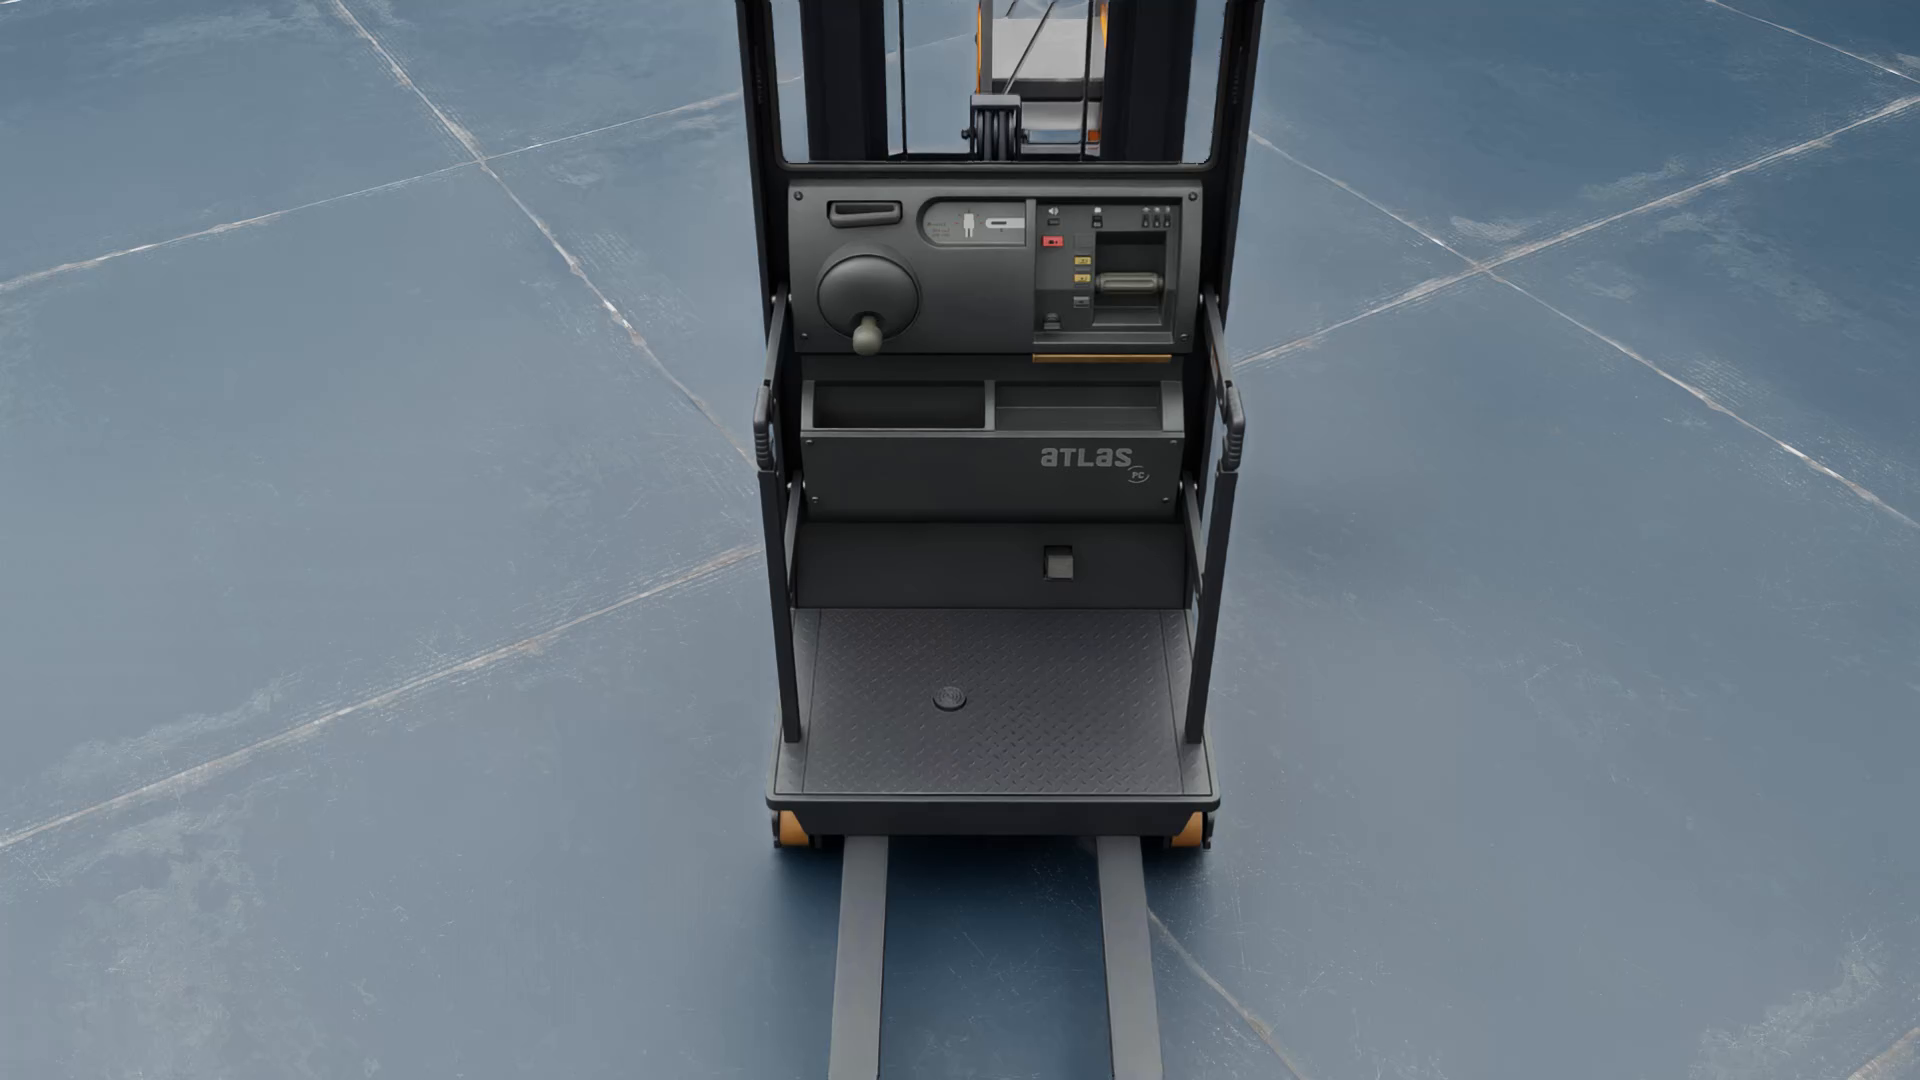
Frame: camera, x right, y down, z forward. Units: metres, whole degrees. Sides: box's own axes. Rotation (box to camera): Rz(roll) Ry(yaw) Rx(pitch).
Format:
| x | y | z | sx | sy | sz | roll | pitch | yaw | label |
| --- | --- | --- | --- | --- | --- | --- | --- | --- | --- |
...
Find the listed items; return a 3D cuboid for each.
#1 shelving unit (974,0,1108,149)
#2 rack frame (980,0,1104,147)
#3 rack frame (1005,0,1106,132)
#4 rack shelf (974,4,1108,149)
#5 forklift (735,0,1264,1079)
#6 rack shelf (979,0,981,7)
| x | y | z | sx | sy | sz | roll | pitch | yaw | label |
| --- | --- | --- | --- | --- | --- | --- | --- | --- | --- |
| 0.261 | -1.356 | 5.237 | 0.431 | 2.100 | 0.503 | 0 | 40 | 0 | shelving unit |
| 0.260 | -1.200 | 5.050 | 0.400 | 2.100 | 0.015 | 0 | 40 | 0 | rack frame |
| 0.262 | -1.512 | 5.424 | 0.400 | 2.100 | 0.015 | 0 | 40 | 0 | rack frame |
| 0.261 | -1.345 | 5.246 | 0.431 | 0.518 | 0.480 | 0 | 40 | 0 | rack shelf |
| 0.081 | -0.536 | 3.604 | 1.130 | 2.935 | 3.031 | 0 | 40 | 0 | forklift |
| 0.261 | -1.883 | 4.798 | 0.431 | 0.518 | 0.480 | 0 | 40 | 0 | rack shelf |
